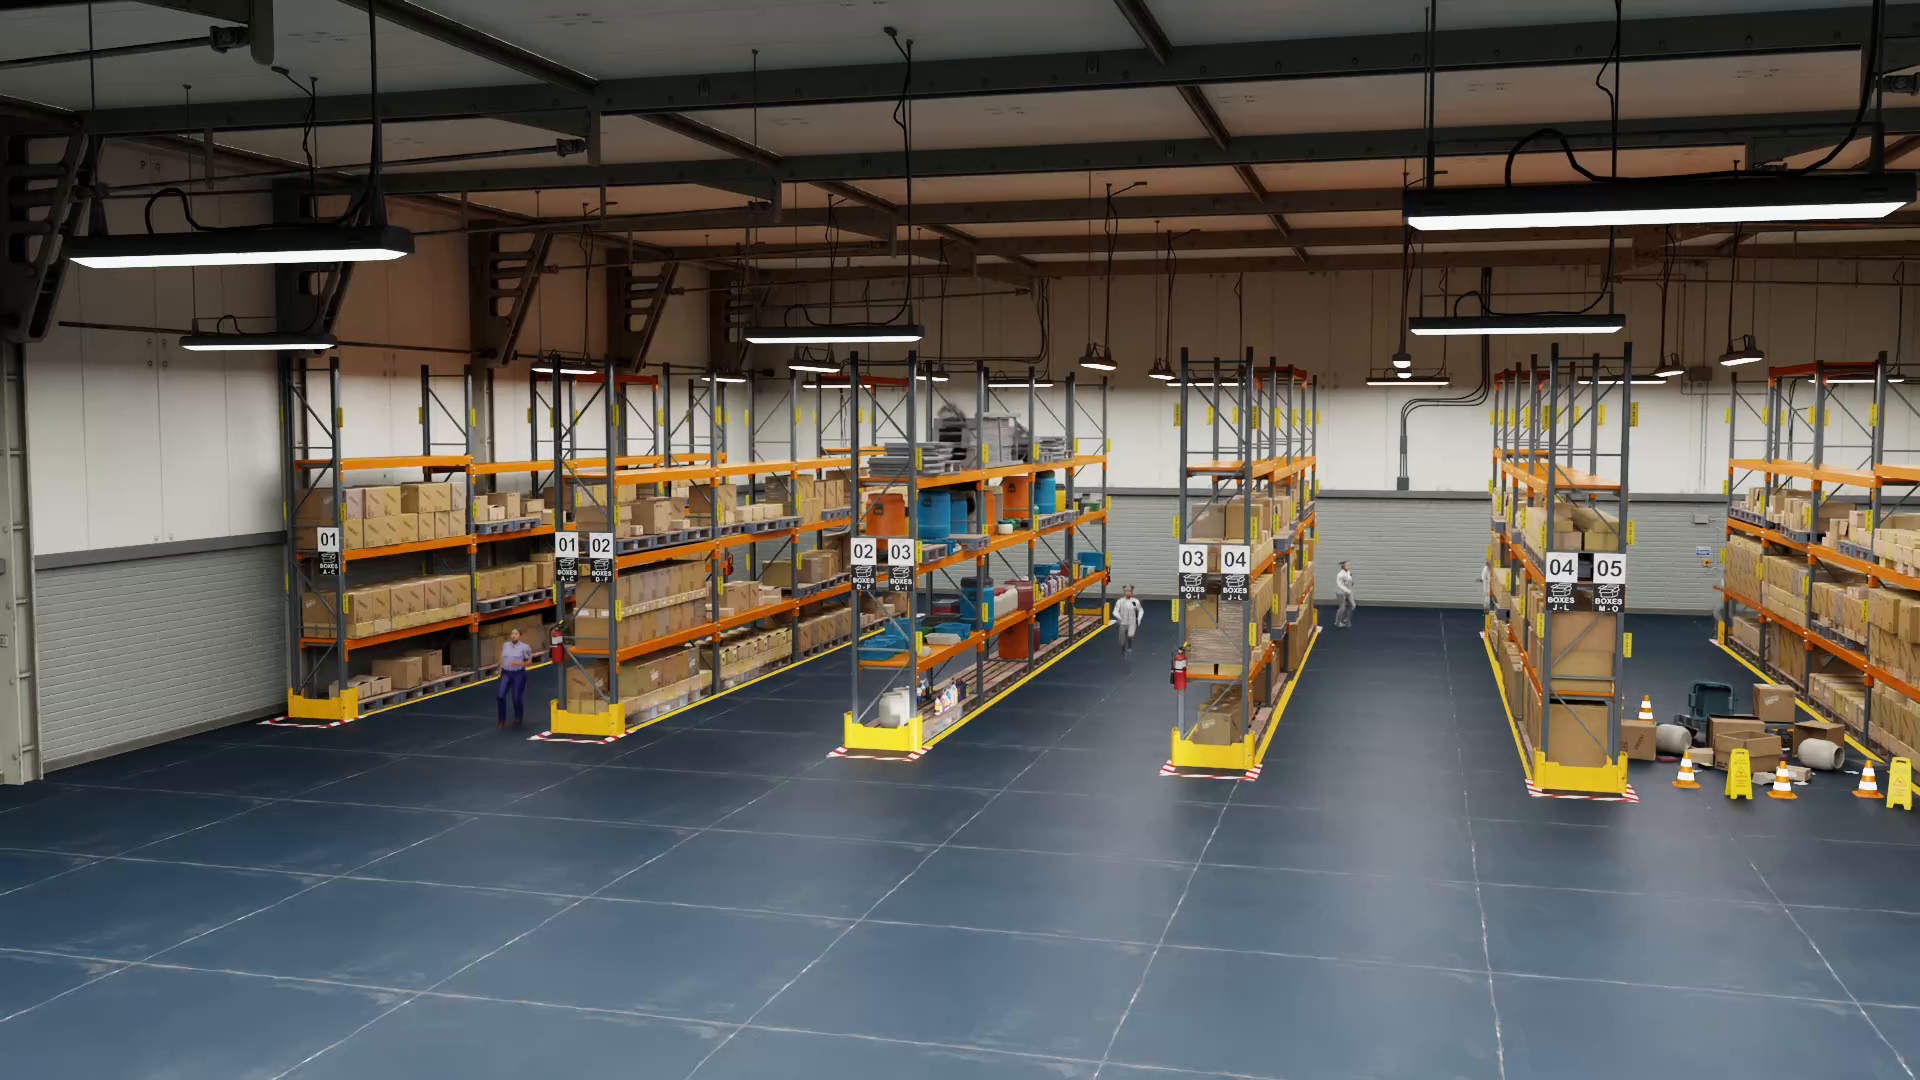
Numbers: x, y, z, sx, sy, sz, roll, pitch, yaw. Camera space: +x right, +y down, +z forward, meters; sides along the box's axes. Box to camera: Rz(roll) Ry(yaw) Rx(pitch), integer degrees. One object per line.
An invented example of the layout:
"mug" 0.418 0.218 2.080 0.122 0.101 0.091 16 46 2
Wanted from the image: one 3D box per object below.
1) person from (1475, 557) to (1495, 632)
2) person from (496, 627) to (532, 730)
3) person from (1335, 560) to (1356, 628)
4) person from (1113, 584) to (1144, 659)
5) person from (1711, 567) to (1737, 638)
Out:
"person" 12.531 1.253 39.162 0.816 1.807 0.674 -1 4 -19
"person" -7.200 2.242 26.890 0.596 1.681 0.660 0 4 2
"person" 9.108 1.301 39.593 0.619 1.695 0.632 -3 5 -35
"person" 3.401 1.672 33.538 0.625 1.565 0.818 0 4 6
"person" 17.472 1.389 37.834 0.734 1.752 0.542 1 4 7
